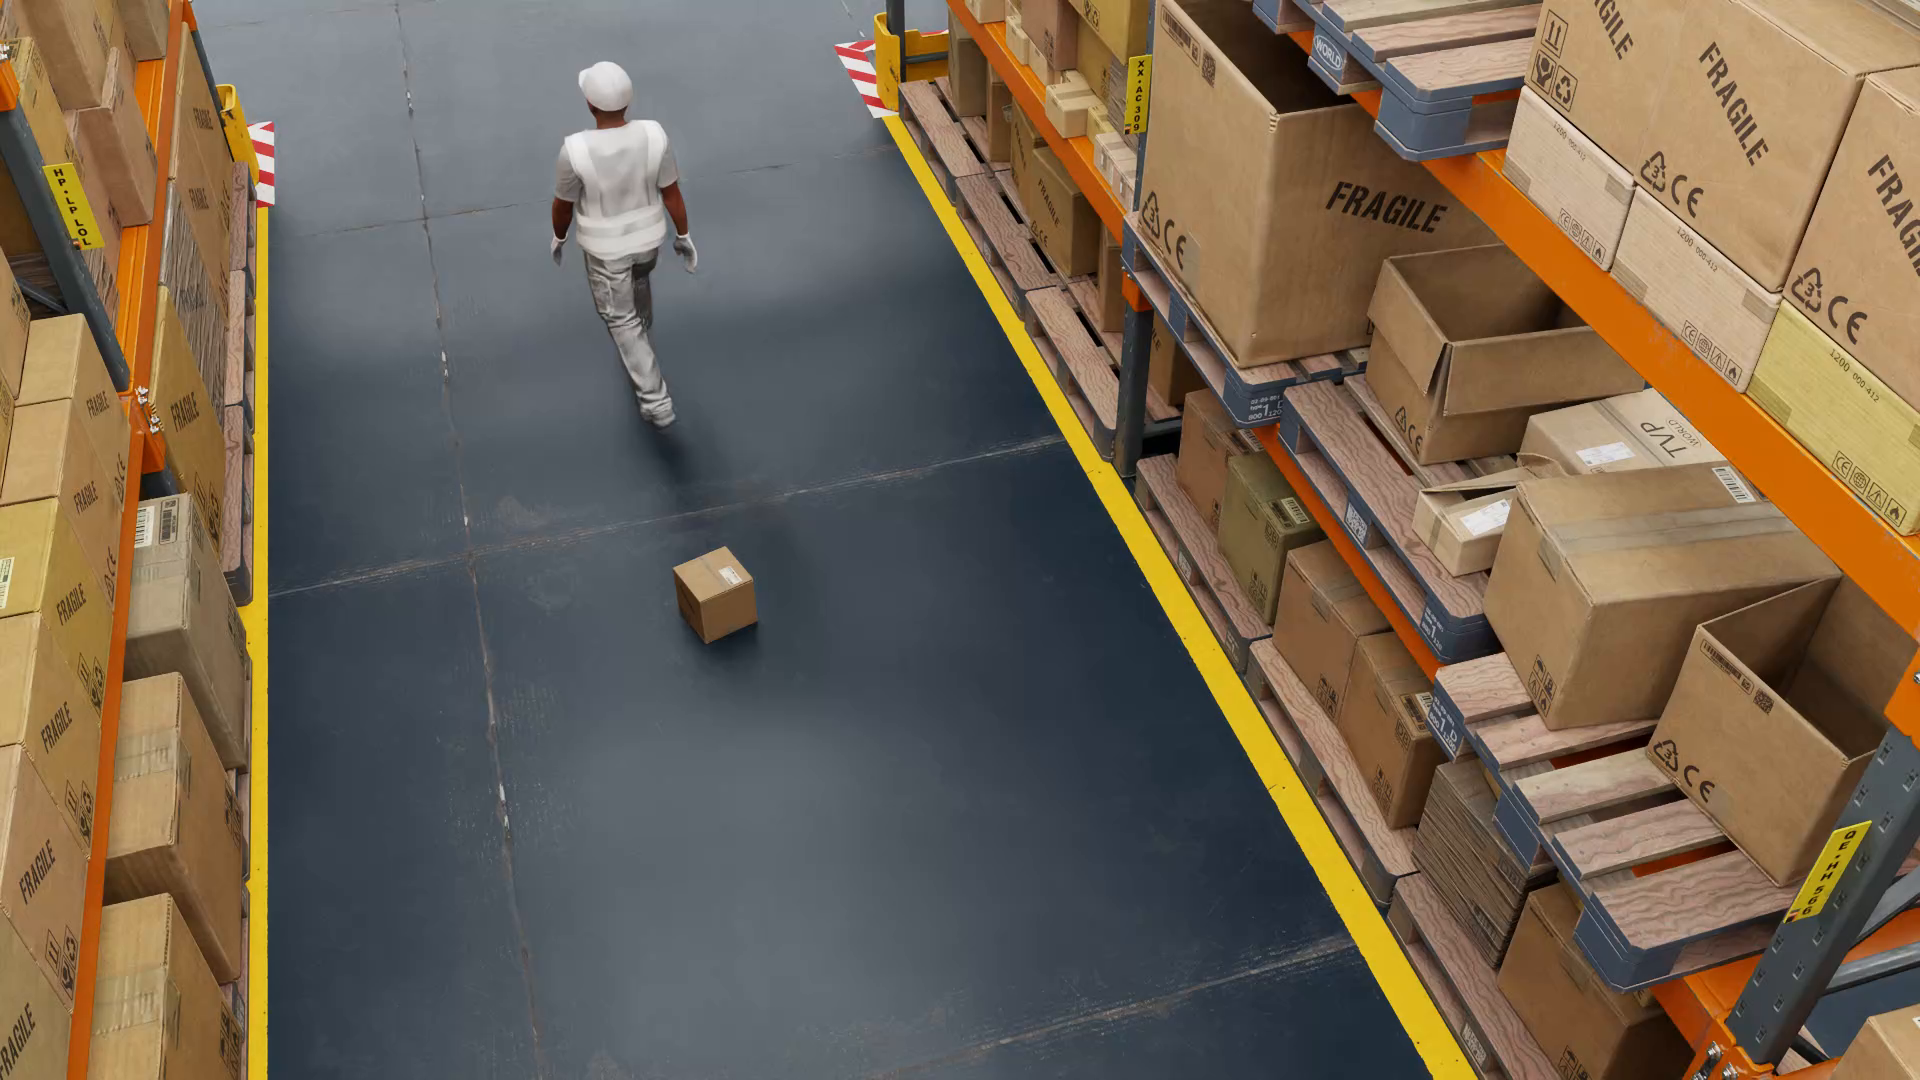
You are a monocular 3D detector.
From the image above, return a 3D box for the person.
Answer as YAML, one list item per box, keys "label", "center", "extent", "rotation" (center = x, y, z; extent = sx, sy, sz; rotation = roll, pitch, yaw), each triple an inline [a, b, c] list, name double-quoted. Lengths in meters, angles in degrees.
- label: "person"
  center: [-1.581, -1.419, 7.740]
  extent: [0.593, 1.738, 1.072]
  rotation: [-24, 47, -24]
